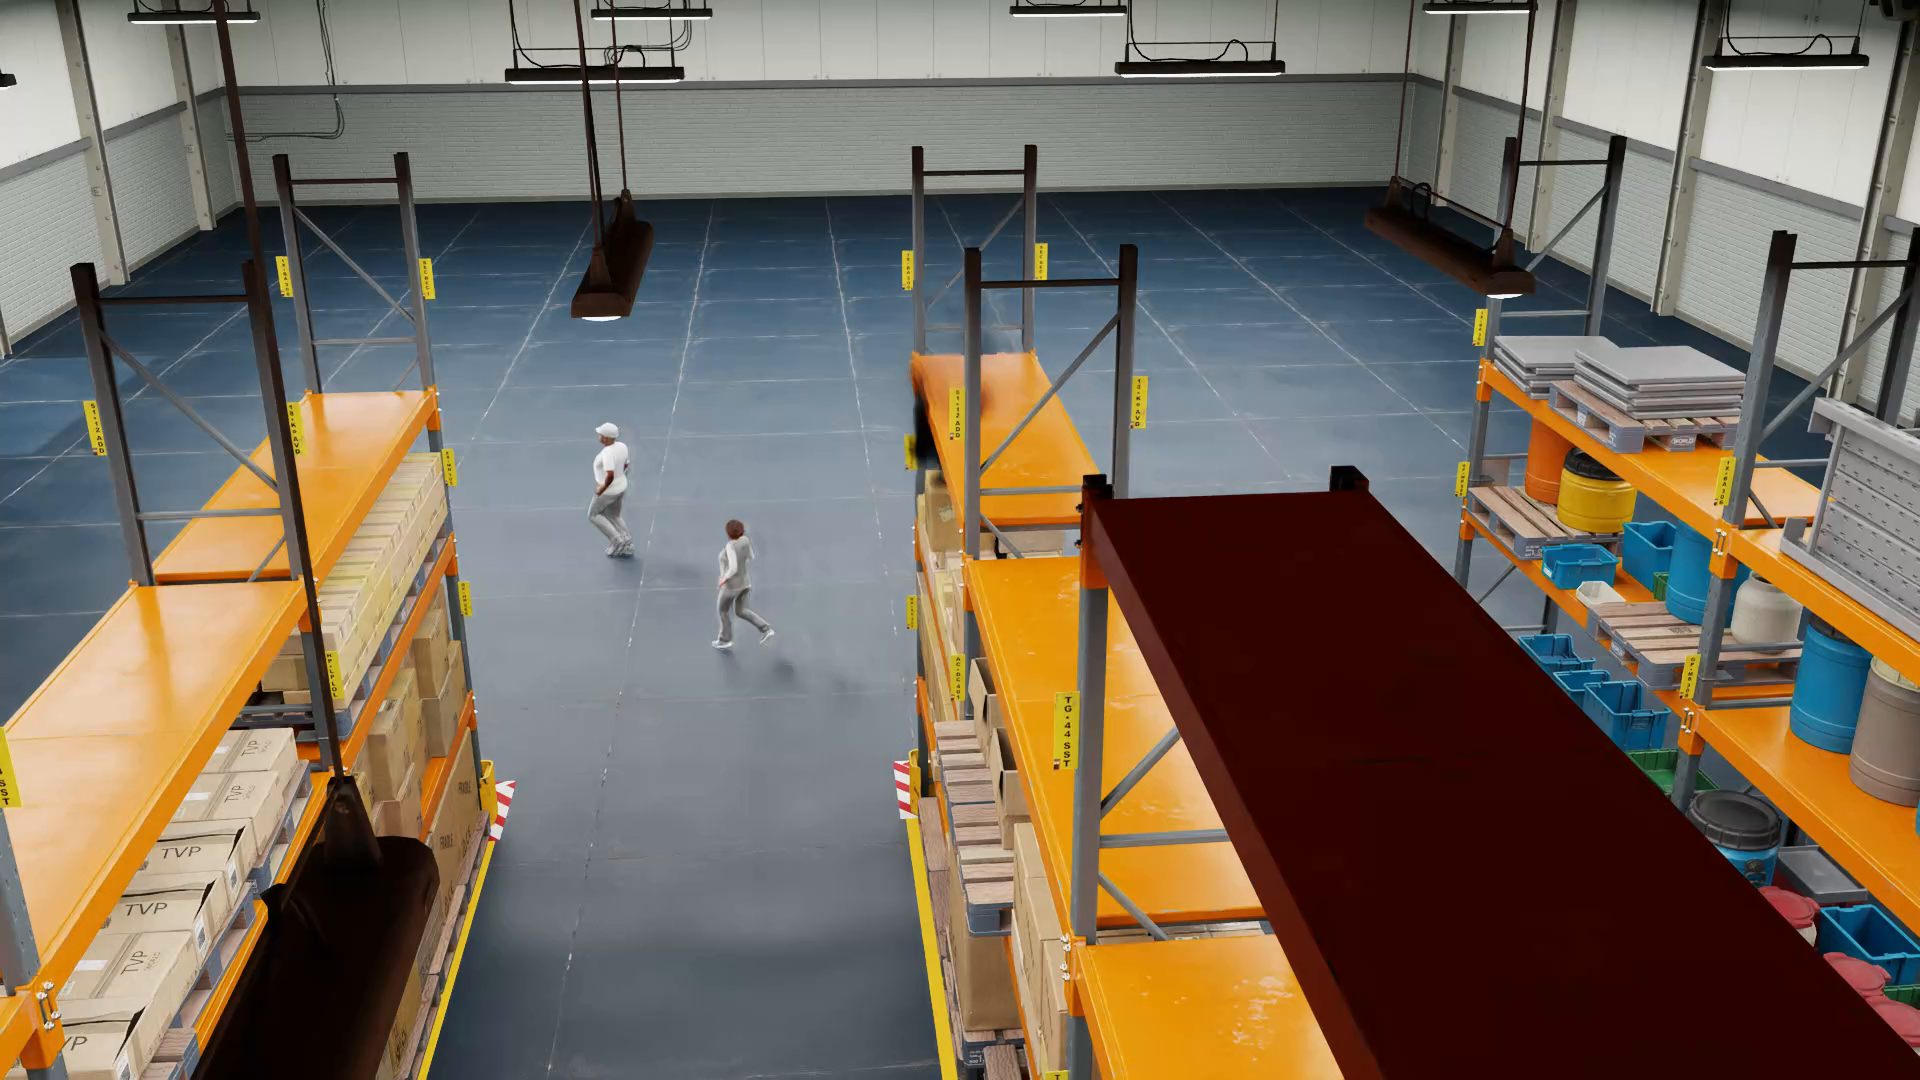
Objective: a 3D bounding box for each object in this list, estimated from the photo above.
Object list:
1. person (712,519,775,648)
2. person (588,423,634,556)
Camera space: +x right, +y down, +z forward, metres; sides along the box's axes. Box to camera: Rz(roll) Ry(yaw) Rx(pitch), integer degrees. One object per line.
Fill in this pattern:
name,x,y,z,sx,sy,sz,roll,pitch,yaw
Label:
person,-2.427,0.520,18.205,0.849,1.592,0.552,13,25,30
person,-4.436,-0.641,20.887,0.627,1.731,0.675,9,23,21
